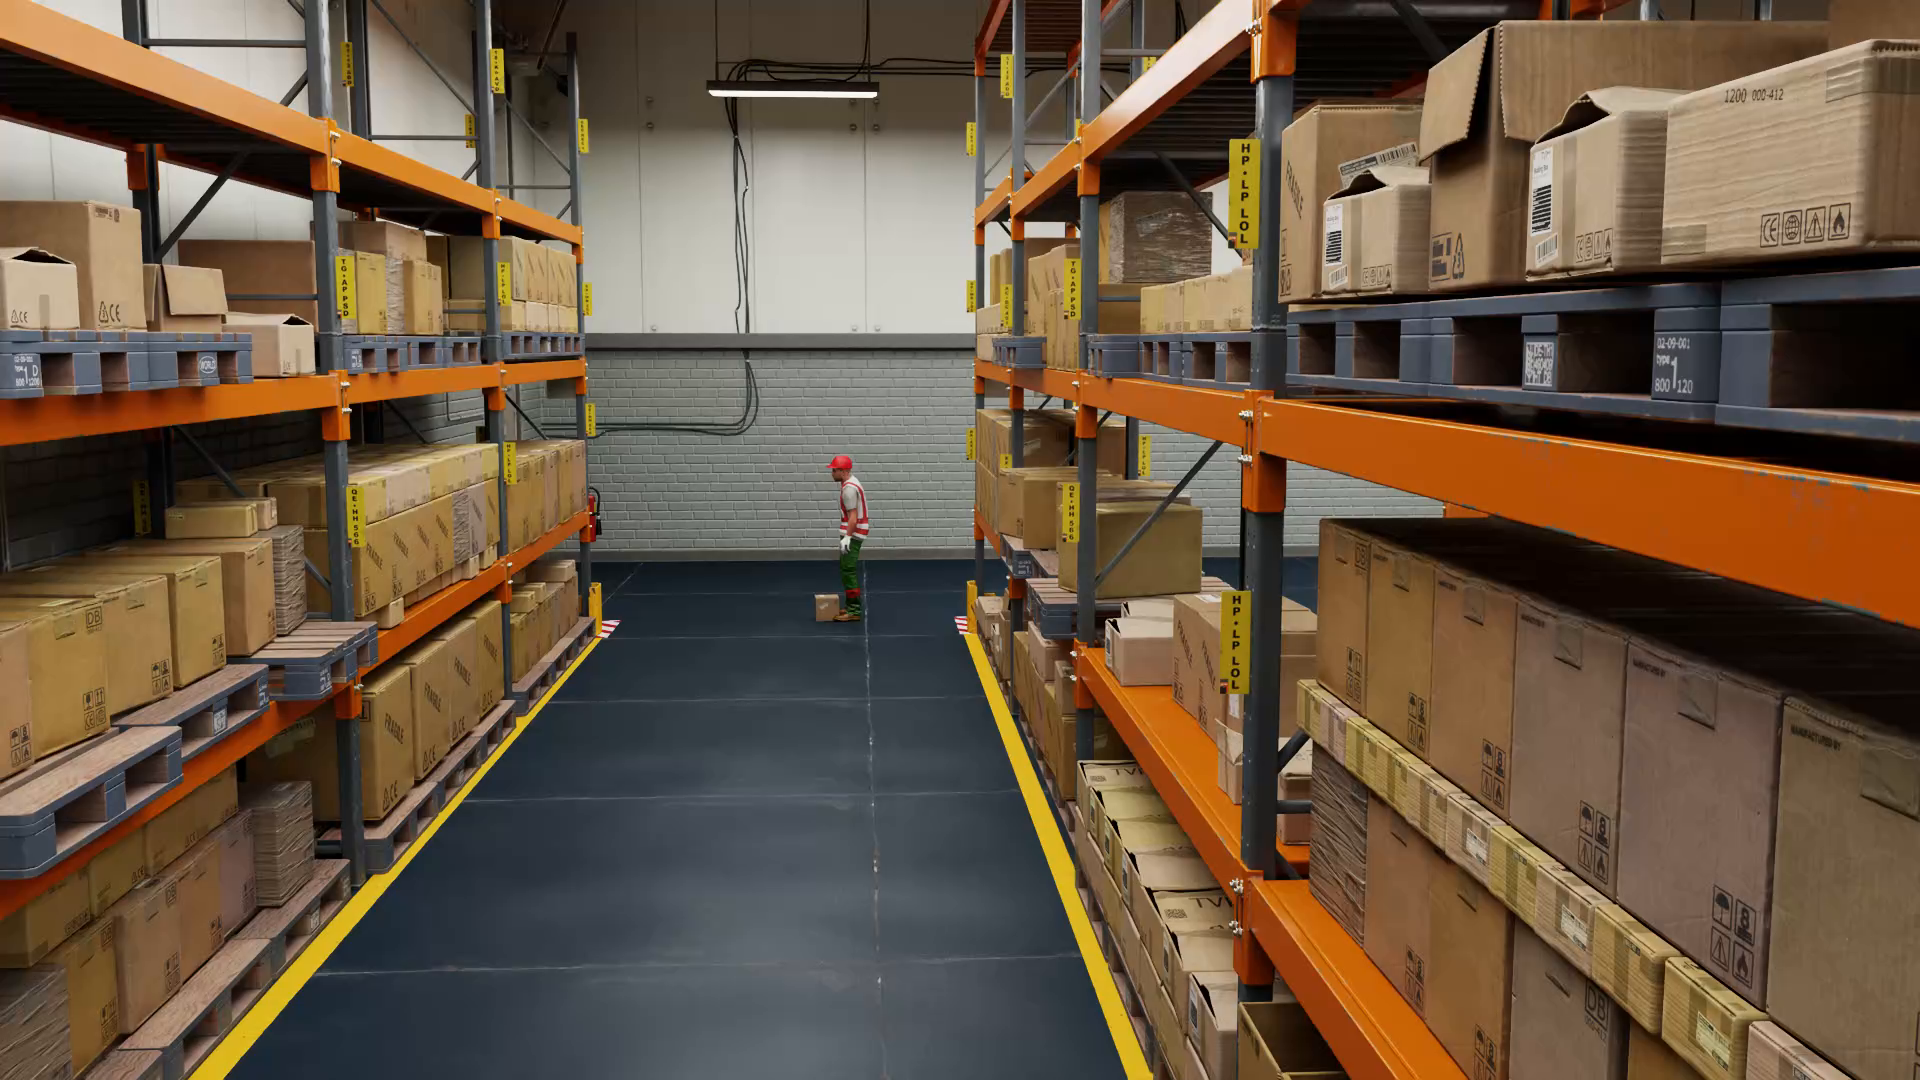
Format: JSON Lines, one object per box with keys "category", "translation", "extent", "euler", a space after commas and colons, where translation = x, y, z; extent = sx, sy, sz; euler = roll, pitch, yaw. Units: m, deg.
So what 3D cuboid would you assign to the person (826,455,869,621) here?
{"category": "person", "translation": [-1.208, -0.026, 17.901], "extent": [0.453, 1.778, 0.606], "euler": [0, 7, -4]}
